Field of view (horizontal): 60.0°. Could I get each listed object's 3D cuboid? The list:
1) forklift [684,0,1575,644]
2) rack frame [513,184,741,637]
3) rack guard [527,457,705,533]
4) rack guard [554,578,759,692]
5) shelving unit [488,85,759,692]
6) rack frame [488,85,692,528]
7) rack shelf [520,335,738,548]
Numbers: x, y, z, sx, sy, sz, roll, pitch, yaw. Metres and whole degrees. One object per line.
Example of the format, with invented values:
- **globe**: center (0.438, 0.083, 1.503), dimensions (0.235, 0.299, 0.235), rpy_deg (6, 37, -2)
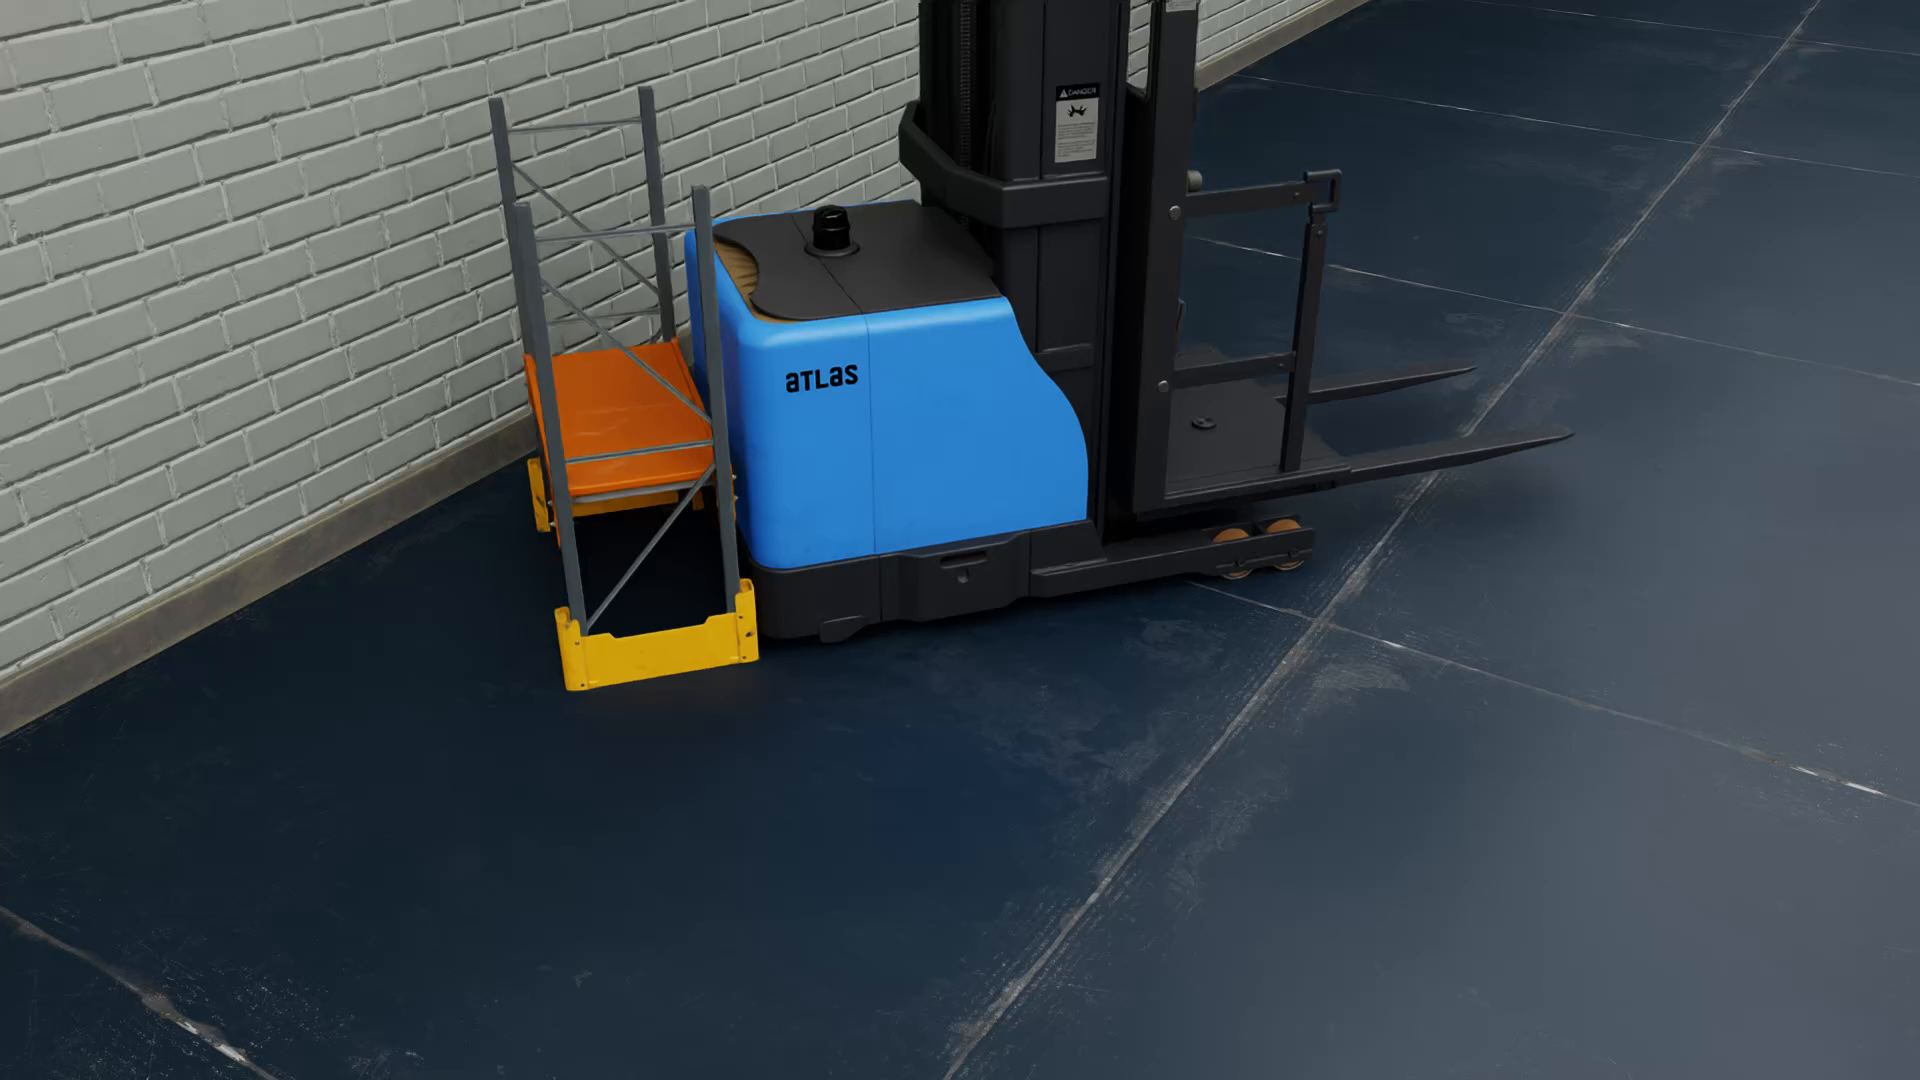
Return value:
- **forklift**: center (0.668, -1.378, 5.203), dimensions (3.031, 2.935, 1.130), rpy_deg (-9, 32, -16)
- **rack frame**: center (-0.901, -0.245, 4.682), dimensions (0.500, 1.500, 0.032), rpy_deg (-9, 31, -15)
- **rack guard**: center (-1.201, -0.194, 5.835), dimensions (0.587, 0.250, 0.087), rpy_deg (-9, 31, -15)
- **rack guard**: center (-0.907, 0.285, 5.013), dimensions (0.587, 0.250, 0.087), rpy_deg (-9, 31, -15)
- **shelving unit**: center (-1.054, -0.494, 5.109), dimensions (0.587, 1.500, 1.083), rpy_deg (-9, 31, -15)
- **rack frame**: center (-1.202, -0.735, 5.521), dimensions (0.500, 1.500, 0.032), rpy_deg (-9, 31, -15)
- **rack shelf**: center (-1.051, -0.335, 5.192), dimensions (0.538, 0.185, 1.000), rpy_deg (-9, 31, -15)
